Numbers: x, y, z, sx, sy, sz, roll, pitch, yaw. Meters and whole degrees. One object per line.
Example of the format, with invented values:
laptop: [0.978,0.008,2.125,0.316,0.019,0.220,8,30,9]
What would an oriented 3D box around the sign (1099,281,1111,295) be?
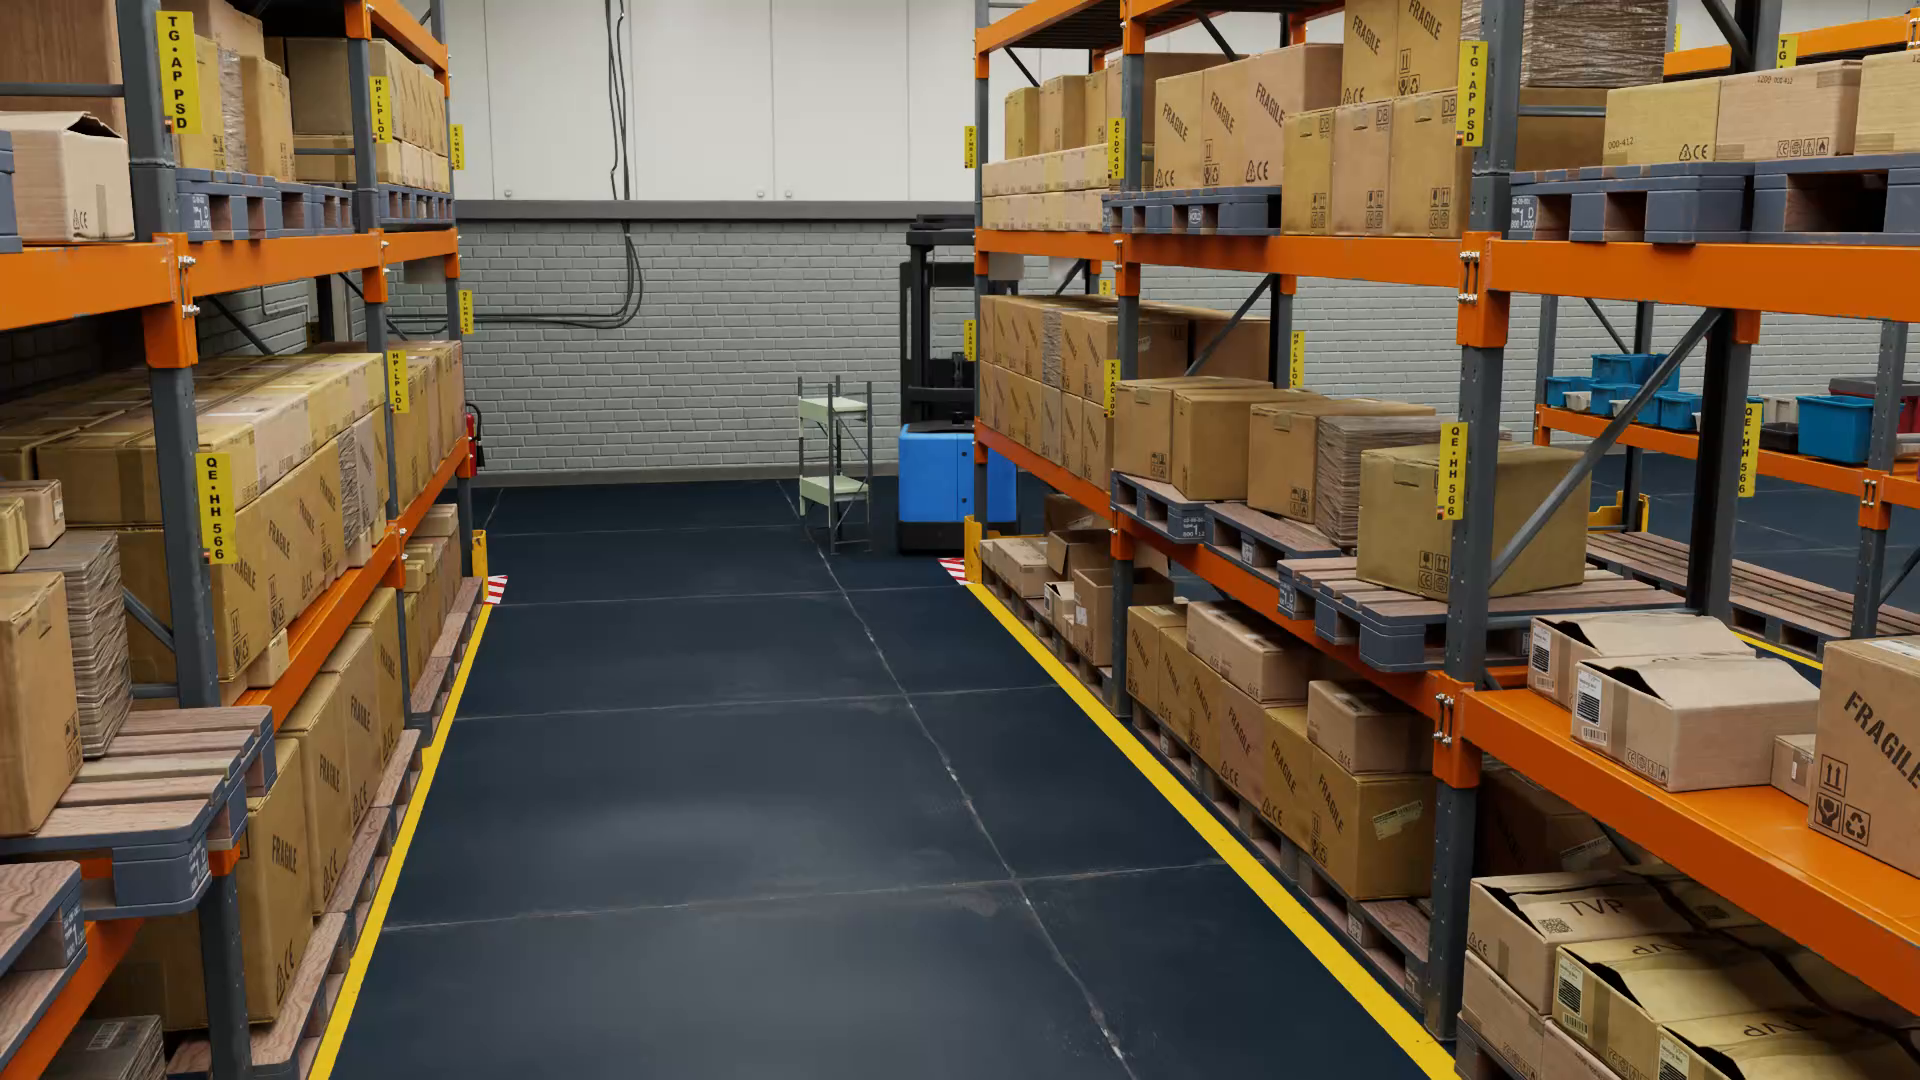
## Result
sign: [1.165,-1.927,13.411,0.100,0.325,0.005,-2,11,-11]

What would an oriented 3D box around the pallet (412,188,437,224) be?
pallet: [-3.846,-2.076,10.349,1.003,0.211,1.213,-2,11,-11]

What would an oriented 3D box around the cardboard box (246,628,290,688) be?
cardboard box: [-2.531,0.408,5.703,0.380,0.149,0.250,-2,11,-9]

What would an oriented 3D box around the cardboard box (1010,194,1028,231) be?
cardboard box: [0.651,-2.299,11.687,0.500,0.250,0.500,-2,11,-11]

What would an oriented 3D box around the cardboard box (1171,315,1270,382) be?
cardboard box: [1.579,-1.090,10.013,0.500,0.500,0.500,-2,11,-10]

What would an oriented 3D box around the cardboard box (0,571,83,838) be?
cardboard box: [-2.449,0.384,3.769,0.700,0.500,0.500,-3,11,-16]

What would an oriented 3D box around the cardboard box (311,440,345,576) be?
cardboard box: [-2.826,-0.125,6.767,0.500,0.500,0.500,-2,11,-9]

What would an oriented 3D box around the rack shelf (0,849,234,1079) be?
rack shelf: [-2.296,1.182,2.944,1.077,0.370,4.000,-2,11,-11]

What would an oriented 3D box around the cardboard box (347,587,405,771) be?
cardboard box: [-3.209,0.692,8.218,0.750,0.750,0.750,-2,11,-10]

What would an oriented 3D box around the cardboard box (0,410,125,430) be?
cardboard box: [-3.125,-0.281,5.582,0.500,0.250,0.500,-2,11,-13]

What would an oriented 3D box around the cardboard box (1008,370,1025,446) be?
cardboard box: [0.645,-0.958,11.995,0.500,0.500,0.500,-2,11,-11]

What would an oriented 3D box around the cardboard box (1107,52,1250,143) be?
cardboard box: [1.263,-2.555,9.686,0.700,0.500,0.500,-2,11,-11]

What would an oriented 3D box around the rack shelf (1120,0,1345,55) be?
rack shelf: [1.784,-2.483,7.225,1.077,0.370,4.000,-2,11,-11]

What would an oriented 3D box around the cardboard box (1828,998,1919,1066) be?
cardboard box: [2.719,1.424,4.475,0.500,0.311,0.500,-2,11,-11]

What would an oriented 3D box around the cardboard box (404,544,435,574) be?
cardboard box: [-3.498,0.125,10.400,0.380,0.149,0.250,-2,11,-13]

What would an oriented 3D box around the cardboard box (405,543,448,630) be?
cardboard box: [-3.811,0.325,11.085,0.700,0.500,0.500,-2,11,-13]

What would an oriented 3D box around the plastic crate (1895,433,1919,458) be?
plastic crate: [6.304,-0.623,11.046,0.396,0.136,0.243,-2,11,-11]

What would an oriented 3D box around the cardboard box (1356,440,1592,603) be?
cardboard box: [1.940,-0.086,6.290,0.700,0.500,0.500,-6,12,-30]

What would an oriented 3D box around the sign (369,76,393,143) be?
sign: [-2.933,-2.176,8.413,0.100,0.325,0.005,-2,11,-11]

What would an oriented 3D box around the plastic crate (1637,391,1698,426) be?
plastic crate: [5.458,-1.015,12.846,0.416,0.233,0.300,-2,11,-11]

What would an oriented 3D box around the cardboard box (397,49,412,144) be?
cardboard box: [-3.433,-2.531,9.507,0.500,0.500,0.500,-2,11,-12]

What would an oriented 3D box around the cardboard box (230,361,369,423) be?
cardboard box: [-3.032,-0.675,7.653,0.500,0.250,0.500,-2,11,-10]

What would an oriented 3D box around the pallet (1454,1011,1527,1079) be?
pallet: [2.295,1.803,5.214,1.003,0.211,1.213,-2,11,-11]

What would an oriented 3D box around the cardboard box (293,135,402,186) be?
cardboard box: [-3.339,-2.064,9.059,0.500,0.250,0.500,-2,11,-11]

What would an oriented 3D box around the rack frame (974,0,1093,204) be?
rack frame: [0.617,-4.134,12.901,1.000,3.000,0.127,-2,11,-11]

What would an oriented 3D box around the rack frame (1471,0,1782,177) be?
rack frame: [2.173,-2.667,5.193,1.000,3.000,0.127,-2,11,-11]

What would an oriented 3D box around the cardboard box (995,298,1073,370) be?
cardboard box: [0.554,-1.540,12.379,0.500,0.500,0.500,-2,11,-10]

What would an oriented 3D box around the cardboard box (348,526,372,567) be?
cardboard box: [-2.932,0.034,7.668,0.380,0.149,0.250,-2,11,-11]

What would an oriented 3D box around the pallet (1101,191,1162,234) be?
pallet: [1.453,-1.712,8.703,1.213,0.211,1.003,-2,11,-11]

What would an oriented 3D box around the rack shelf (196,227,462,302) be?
rack shelf: [-3.852,-1.759,10.372,1.077,0.370,4.000,-2,11,-11]

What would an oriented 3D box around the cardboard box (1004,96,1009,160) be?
cardboard box: [0.733,-3.107,12.587,0.700,0.500,0.500,-2,11,-11]

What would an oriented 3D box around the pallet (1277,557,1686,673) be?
pallet: [1.972,0.253,6.411,1.213,0.211,1.003,-2,11,-11]

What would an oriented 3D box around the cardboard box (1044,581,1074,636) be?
cardboard box: [0.860,0.420,11.036,0.500,0.311,0.500,-2,11,-11]

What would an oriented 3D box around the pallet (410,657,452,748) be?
pallet: [-3.534,0.955,9.666,1.003,0.211,1.213,-2,11,-11]

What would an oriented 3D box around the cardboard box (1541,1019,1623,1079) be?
cardboard box: [2.085,1.624,4.926,0.500,0.250,0.500,-2,11,-13]

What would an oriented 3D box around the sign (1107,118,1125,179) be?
sign: [0.864,-2.159,9.168,0.100,0.325,0.005,-2,11,-11]

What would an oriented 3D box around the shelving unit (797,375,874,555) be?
shelving unit: [-1.113,-0.683,14.829,0.431,1.500,0.755,-5,12,-26]

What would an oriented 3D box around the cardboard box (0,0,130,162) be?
cardboard box: [-2.834,-1.363,4.920,0.700,0.500,0.500,-3,11,-15]

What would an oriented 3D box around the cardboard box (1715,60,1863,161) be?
cardboard box: [2.436,-1.149,4.520,0.500,0.250,0.500,-2,11,-9]

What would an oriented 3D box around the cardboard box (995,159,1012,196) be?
cardboard box: [0.552,-2.637,12.121,0.500,0.250,0.500,-2,11,-11]

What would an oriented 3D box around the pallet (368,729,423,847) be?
pallet: [-3.239,1.236,8.190,1.003,0.211,1.213,-2,11,-11]

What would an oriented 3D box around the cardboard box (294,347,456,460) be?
cardboard box: [-3.980,-0.927,11.296,0.980,0.700,0.700,-2,11,-11]

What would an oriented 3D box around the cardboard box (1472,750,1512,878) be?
cardboard box: [2.257,1.103,6.943,0.500,0.500,0.500,-3,11,-13]

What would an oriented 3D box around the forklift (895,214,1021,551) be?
forklift: [-0.009,-1.572,15.673,1.130,2.935,3.031,0,11,1]

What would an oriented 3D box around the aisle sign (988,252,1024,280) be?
aisle sign: [0.316,-2.466,13.229,0.394,0.787,0.004,-2,11,-11]

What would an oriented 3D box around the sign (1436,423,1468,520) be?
sign: [1.643,-0.228,5.540,0.100,0.325,0.005,-2,11,-11]

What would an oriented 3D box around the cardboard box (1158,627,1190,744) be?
cardboard box: [1.365,0.754,8.776,0.500,0.500,0.500,-2,11,-10]

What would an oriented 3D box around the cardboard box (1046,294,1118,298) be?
cardboard box: [0.973,-1.655,12.983,0.500,0.500,0.500,-2,11,-12]

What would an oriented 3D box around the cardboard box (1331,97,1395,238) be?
cardboard box: [1.956,-1.414,6.369,0.910,0.500,0.500,-2,11,-11]

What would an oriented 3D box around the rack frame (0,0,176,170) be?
rack frame: [-2.685,-2.486,4.243,1.000,3.000,0.127,-2,11,-11]
